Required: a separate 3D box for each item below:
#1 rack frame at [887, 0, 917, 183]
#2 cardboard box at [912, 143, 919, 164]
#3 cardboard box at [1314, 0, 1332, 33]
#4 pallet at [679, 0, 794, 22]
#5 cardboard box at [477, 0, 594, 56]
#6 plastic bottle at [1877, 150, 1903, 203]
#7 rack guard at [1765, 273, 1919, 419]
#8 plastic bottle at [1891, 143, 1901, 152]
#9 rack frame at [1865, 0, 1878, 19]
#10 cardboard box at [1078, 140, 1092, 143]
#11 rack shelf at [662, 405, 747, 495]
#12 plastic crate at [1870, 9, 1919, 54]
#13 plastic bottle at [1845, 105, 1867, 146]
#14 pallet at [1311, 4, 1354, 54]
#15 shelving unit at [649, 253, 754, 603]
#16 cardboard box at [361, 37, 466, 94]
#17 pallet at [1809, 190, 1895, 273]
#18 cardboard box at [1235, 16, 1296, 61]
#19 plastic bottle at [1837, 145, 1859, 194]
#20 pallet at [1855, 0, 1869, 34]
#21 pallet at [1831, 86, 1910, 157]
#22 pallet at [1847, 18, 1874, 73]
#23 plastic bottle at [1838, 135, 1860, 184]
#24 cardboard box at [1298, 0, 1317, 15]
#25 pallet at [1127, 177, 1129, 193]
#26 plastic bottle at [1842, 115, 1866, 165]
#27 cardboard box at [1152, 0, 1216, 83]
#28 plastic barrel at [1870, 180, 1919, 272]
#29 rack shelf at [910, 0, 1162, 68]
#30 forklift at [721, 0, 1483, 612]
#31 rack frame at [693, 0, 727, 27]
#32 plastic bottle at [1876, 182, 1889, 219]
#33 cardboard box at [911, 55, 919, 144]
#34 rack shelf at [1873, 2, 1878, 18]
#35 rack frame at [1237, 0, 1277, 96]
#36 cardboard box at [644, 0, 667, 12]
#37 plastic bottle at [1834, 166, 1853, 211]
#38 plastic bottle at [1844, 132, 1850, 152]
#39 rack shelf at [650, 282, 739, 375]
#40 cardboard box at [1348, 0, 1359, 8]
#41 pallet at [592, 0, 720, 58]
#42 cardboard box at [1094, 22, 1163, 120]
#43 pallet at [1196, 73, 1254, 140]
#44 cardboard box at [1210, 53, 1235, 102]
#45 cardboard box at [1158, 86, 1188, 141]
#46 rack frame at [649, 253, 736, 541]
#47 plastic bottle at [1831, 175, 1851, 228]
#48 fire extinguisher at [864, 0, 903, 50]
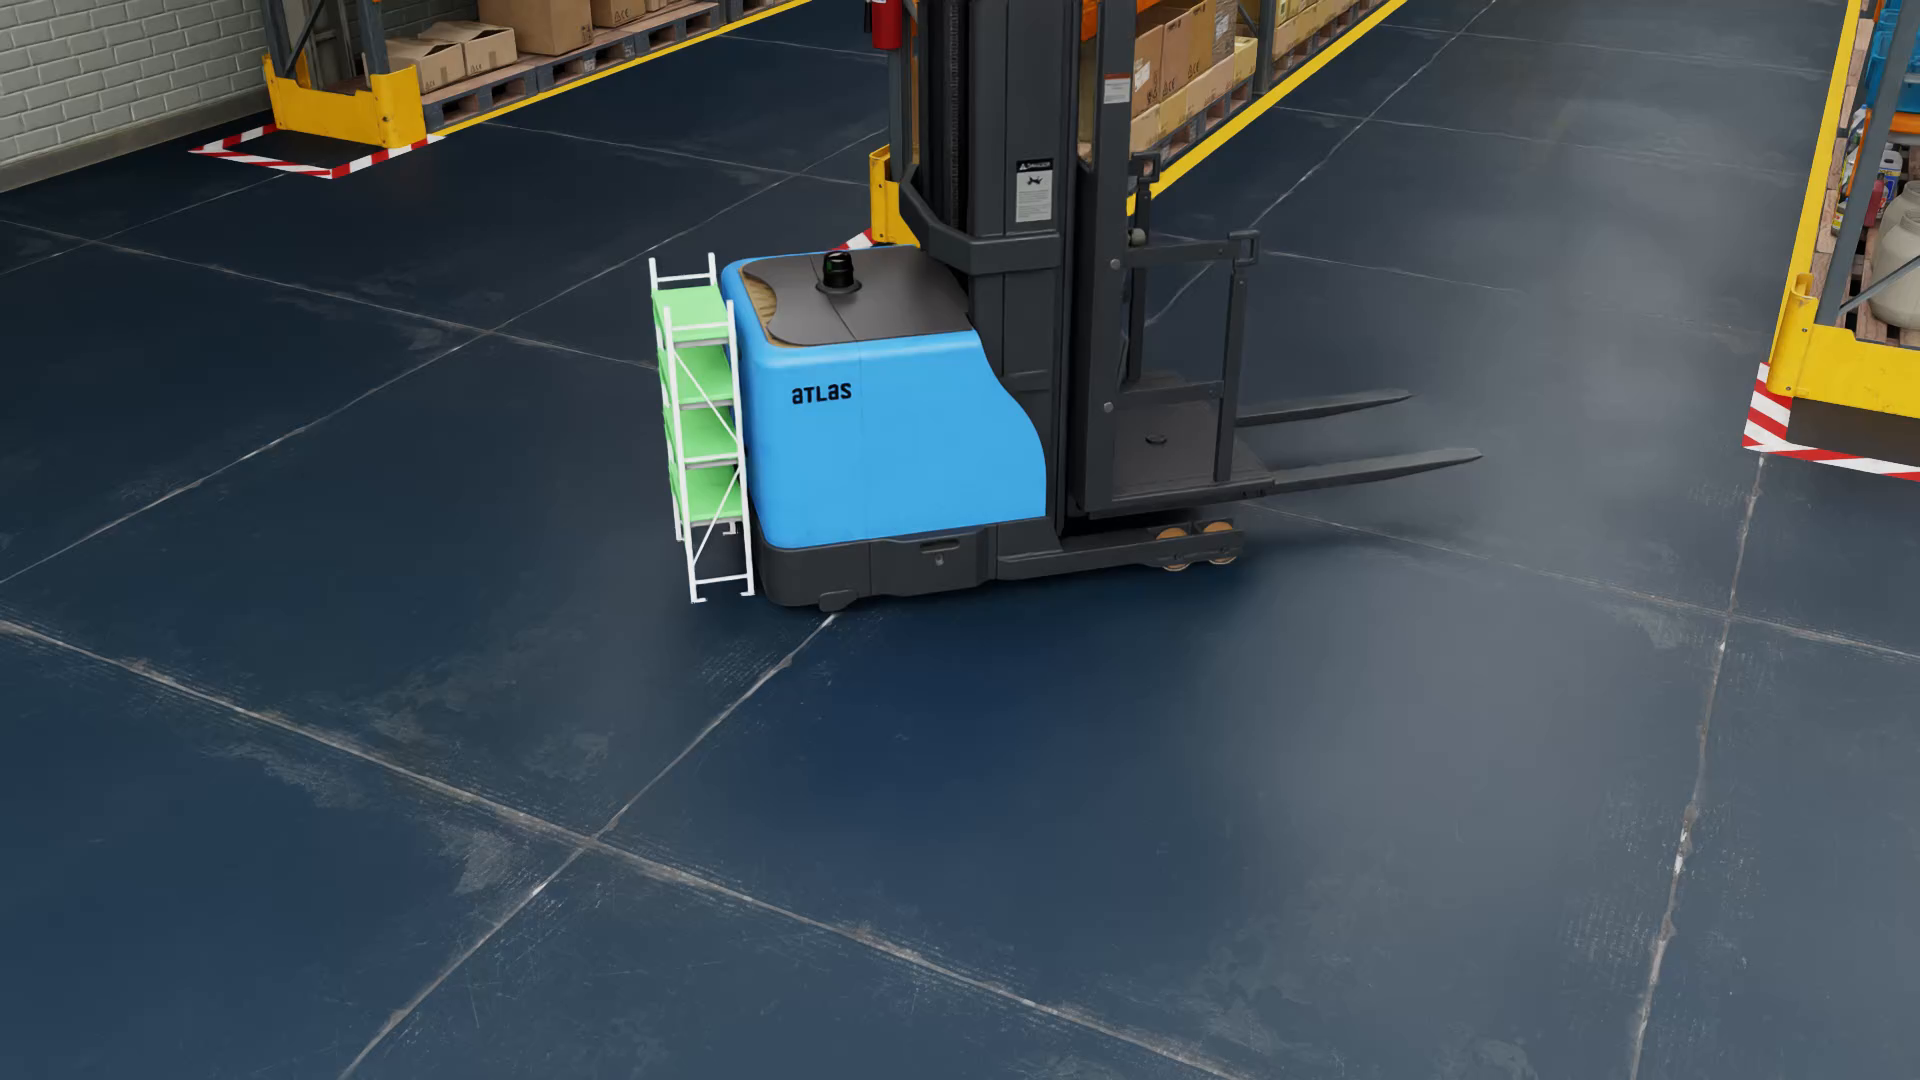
[{"bbox_3d":[0.062,-3.035,9.022,1.000,3.000,0.127,14,33,23],"label":"rack frame"},{"bbox_3d":[0.043,-2.329,10.133,0.500,0.250,0.500,14,33,23],"label":"cardboard box"},{"bbox_3d":[2.756,-4.377,13.699,0.500,0.250,0.500,13,32,22],"label":"cardboard box"},{"bbox_3d":[-2.174,-5.066,15.360,1.003,0.211,1.213,14,33,23],"label":"pallet"},{"bbox_3d":[-3.316,-4.116,12.975,0.700,0.500,0.500,12,32,20],"label":"cardboard box"},{"bbox_3d":[5.418,-2.134,9.747,0.152,0.276,0.135,14,33,23],"label":"plastic bottle"},{"bbox_3d":[4.462,-0.870,7.762,1.175,0.500,0.348,14,33,23],"label":"rack guard"},{"bbox_3d":[5.683,-2.428,10.185,0.144,0.351,0.185,14,33,23],"label":"plastic bottle"},{"bbox_3d":[8.114,-5.456,13.239,1.000,3.000,0.127,14,33,23],"label":"rack frame"},{"bbox_3d":[0.729,-2.434,10.316,0.500,0.250,0.500,14,33,23],"label":"cardboard box"},{"bbox_3d":[-0.971,-0.361,6.302,0.258,0.148,0.480,-8,31,-13],"label":"rack shelf"},{"bbox_3d":[4.732,-2.421,8.103,0.499,0.251,0.408,14,33,23],"label":"plastic crate"},{"bbox_3d":[5.756,-2.648,10.648,0.097,0.271,0.097,0,30,0],"label":"plastic bottle"},{"bbox_3d":[2.739,-4.477,14.334,1.003,0.211,1.213,14,33,23],"label":"pallet"},{"bbox_3d":[-0.971,-0.416,6.270,0.258,1.200,0.503,-8,31,-13],"label":"shelving unit"},{"bbox_3d":[-3.954,-3.468,12.035,0.500,0.311,0.500,11,32,18],"label":"cardboard box"},{"bbox_3d":[5.394,-1.642,9.398,1.003,0.211,1.213,14,33,23],"label":"pallet"},{"bbox_3d":[2.288,-3.920,12.904,0.500,0.250,0.500,13,33,22],"label":"cardboard box"},{"bbox_3d":[5.275,-2.189,9.768,0.144,0.351,0.185,14,33,23],"label":"plastic bottle"},{"bbox_3d":[8.436,-4.606,14.558,1.003,0.211,1.213,14,33,23],"label":"pallet"},{"bbox_3d":[6.615,-2.830,11.467,1.003,0.211,1.213,14,33,23],"label":"pallet"},{"bbox_3d":[7.727,-3.912,13.350,1.003,0.211,1.213,14,33,23],"label":"pallet"},{"bbox_3d":[5.356,-2.284,10.002,0.061,0.283,0.133,16,33,25],"label":"plastic bottle"},{"bbox_3d":[2.527,-4.388,13.156,0.500,0.311,0.500,14,33,23],"label":"cardboard box"},{"bbox_3d":[0.373,-2.174,10.324,1.003,0.211,1.213,14,33,23],"label":"pallet"},{"bbox_3d":[5.555,-2.461,10.241,0.144,0.351,0.185,15,33,25],"label":"plastic bottle"},{"bbox_3d":[1.405,-3.426,11.290,0.500,0.500,0.500,14,33,23],"label":"cardboard box"},{"bbox_3d":[4.930,-1.544,8.503,0.421,0.512,0.421,0,30,0],"label":"plastic barrel"},{"bbox_3d":[0.973,-3.609,10.745,1.077,0.370,4.000,14,33,23],"label":"rack shelf"},{"bbox_3d":[0.628,-1.395,6.236,3.031,2.935,1.130,-8,31,-13],"label":"forklift"},{"bbox_3d":[-2.528,-5.930,14.064,1.000,3.000,0.127,14,33,23],"label":"rack frame"},{"bbox_3d":[5.238,-1.947,9.497,0.097,0.201,0.097,0,30,0],"label":"plastic bottle"},{"bbox_3d":[0.041,-2.655,9.947,0.500,0.500,0.500,14,33,23],"label":"cardboard box"},{"bbox_3d":[7.203,-4.257,11.874,1.077,0.370,4.000,14,33,23],"label":"rack shelf"},{"bbox_3d":[1.884,-4.808,12.110,1.000,3.000,0.127,14,33,23],"label":"rack frame"},{"bbox_3d":[-2.745,-4.648,14.235,0.380,0.166,0.250,10,31,17],"label":"cardboard box"},{"bbox_3d":[5.118,-2.000,9.513,0.152,0.276,0.135,13,32,22],"label":"plastic bottle"},{"bbox_3d":[5.664,-2.528,10.508,0.097,0.201,0.097,0,30,0],"label":"plastic bottle"},{"bbox_3d":[-0.971,-0.777,6.063,0.258,0.148,0.480,-8,31,-13],"label":"rack shelf"},{"bbox_3d":[3.220,-4.831,14.489,0.500,0.250,0.500,15,33,24],"label":"cardboard box"},{"bbox_3d":[-2.802,-4.415,14.226,1.003,0.211,1.213,14,33,23],"label":"pallet"},{"bbox_3d":[0.946,-2.983,10.520,0.500,0.500,0.500,14,33,23],"label":"cardboard box"},{"bbox_3d":[1.484,-3.256,12.207,1.003,0.211,1.213,14,33,23],"label":"pallet"},{"bbox_3d":[1.631,-3.323,11.864,0.500,0.250,0.500,14,33,23],"label":"cardboard box"},{"bbox_3d":[1.189,-2.876,11.086,0.500,0.250,0.500,14,33,23],"label":"cardboard box"},{"bbox_3d":[-1.034,-0.534,6.474,0.240,1.200,0.015,-8,31,-13],"label":"rack frame"},{"bbox_3d":[4.953,-1.892,9.318,0.061,0.283,0.133,15,33,24],"label":"plastic bottle"},{"bbox_3d":[-0.406,-3.054,9.134,0.296,0.674,0.183,14,33,23],"label":"fire extinguisher"}]
